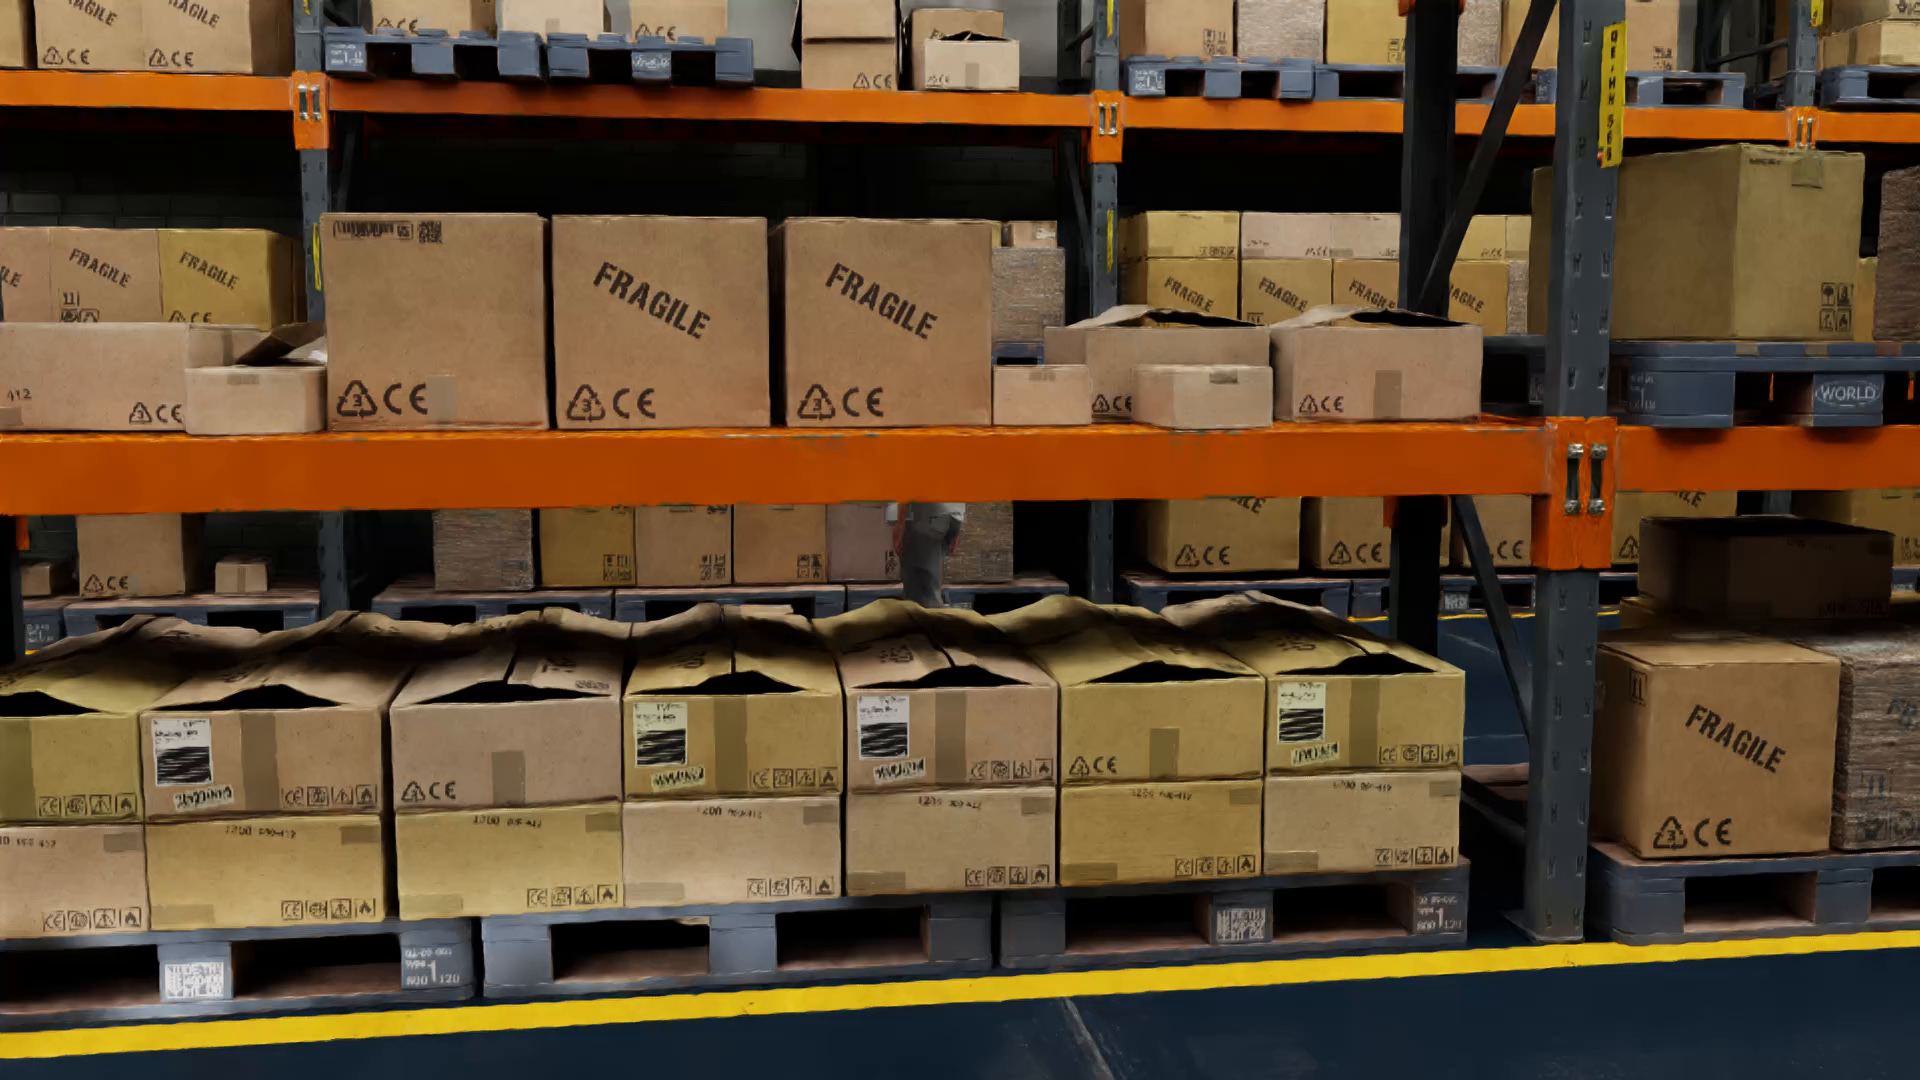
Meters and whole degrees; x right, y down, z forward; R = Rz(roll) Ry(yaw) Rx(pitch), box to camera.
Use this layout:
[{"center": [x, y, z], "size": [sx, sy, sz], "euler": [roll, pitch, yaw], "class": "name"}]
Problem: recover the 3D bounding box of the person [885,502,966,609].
[{"center": [-0.079, -0.071, 6.639], "size": [0.507, 1.587, 0.459], "euler": [3, 8, 27], "class": "person"}]
